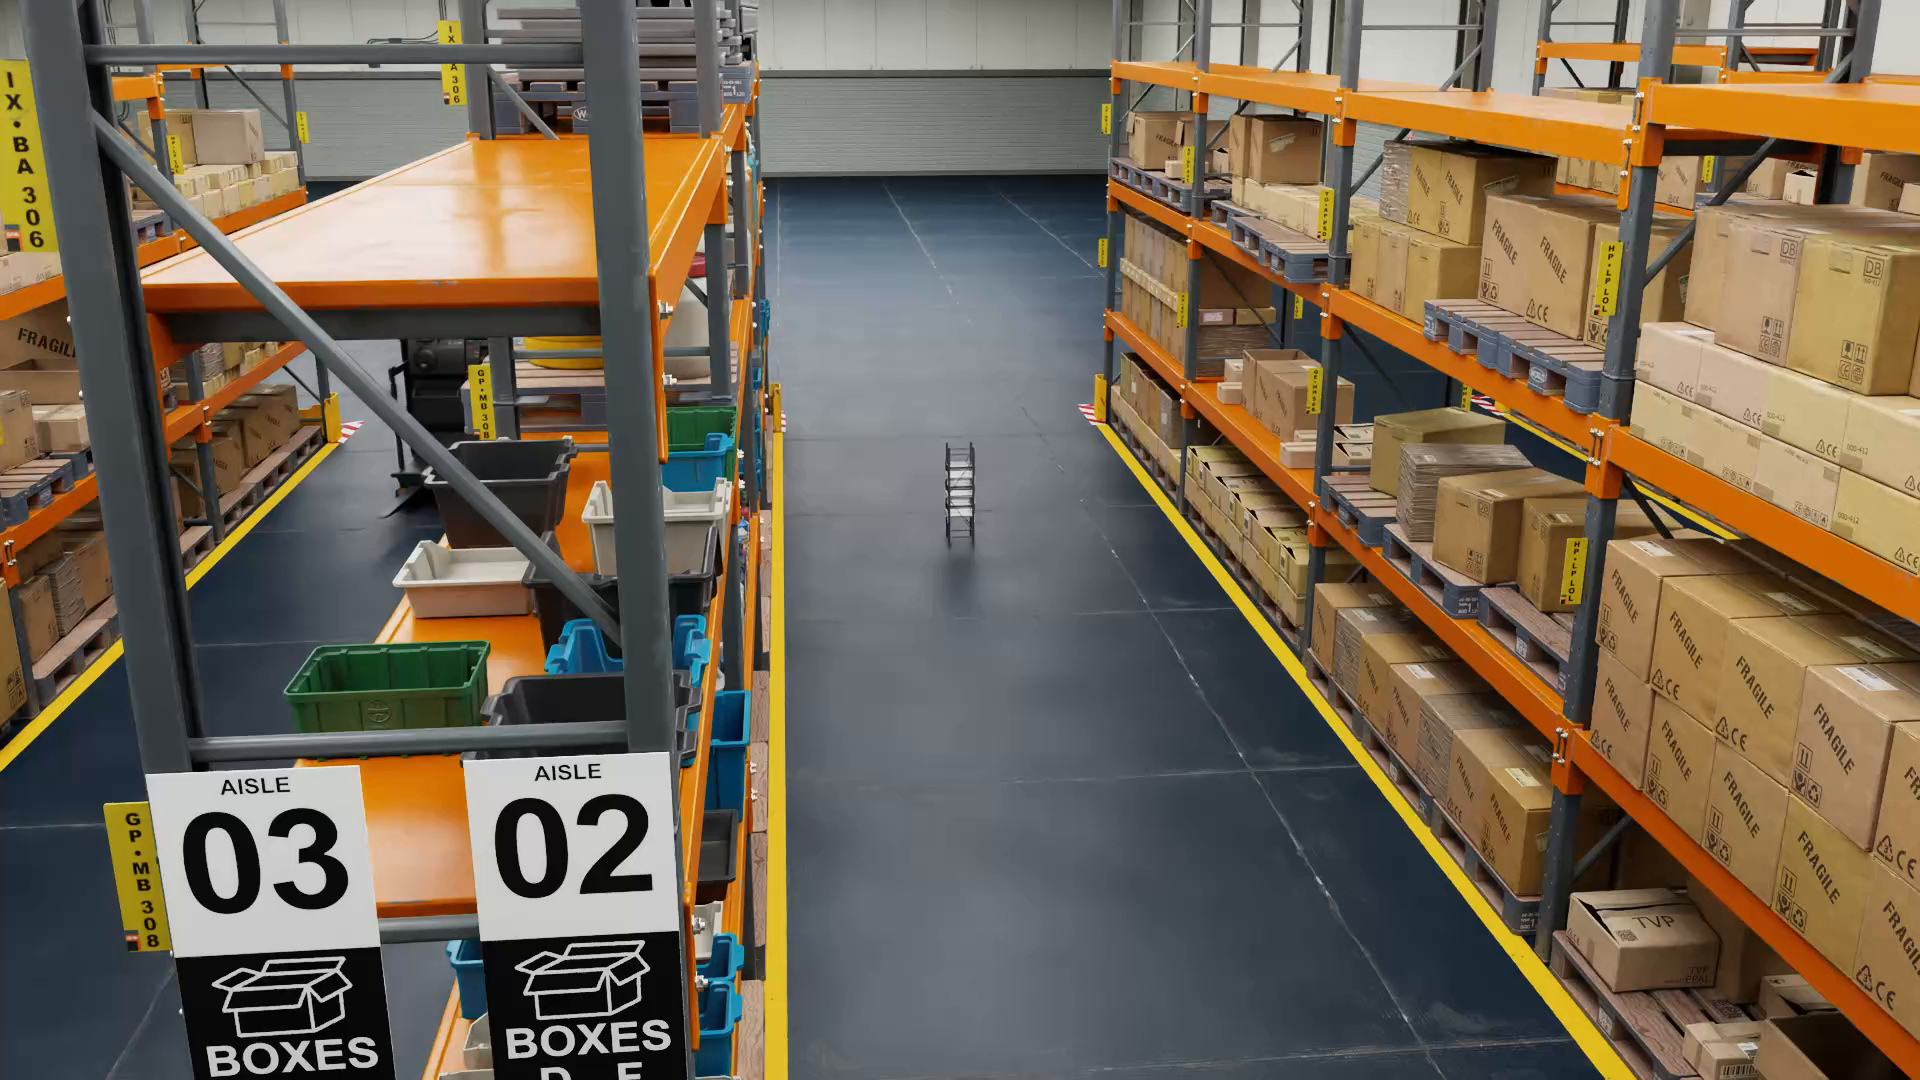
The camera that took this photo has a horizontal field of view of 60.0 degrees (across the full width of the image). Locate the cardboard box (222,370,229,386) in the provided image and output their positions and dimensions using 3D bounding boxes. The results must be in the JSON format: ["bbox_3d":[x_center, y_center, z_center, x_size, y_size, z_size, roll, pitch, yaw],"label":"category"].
[{"bbox_3d":[-7.023,-1.498,15.432,0.380,0.149,0.250,-2,18,-6],"label":"cardboard box"}]

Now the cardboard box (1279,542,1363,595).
[{"bbox_3d":[2.734,0.187,12.601,0.500,0.311,0.500,-1,17,-4],"label":"cardboard box"}]

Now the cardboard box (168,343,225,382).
[{"bbox_3d":[-7.219,-1.721,15.062,0.875,0.500,0.500,-2,18,-6],"label":"cardboard box"}]

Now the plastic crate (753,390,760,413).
[{"bbox_3d":[-1.757,-0.878,12.934,0.402,0.464,0.583,-2,18,-6],"label":"plastic crate"}]

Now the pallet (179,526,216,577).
[{"bbox_3d":[-7.152,0.167,14.367,1.003,0.211,1.213,-2,18,-6],"label":"pallet"}]

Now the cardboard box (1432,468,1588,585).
[{"bbox_3d":[3.202,-0.090,9.660,0.700,0.500,0.500,-6,19,-20],"label":"cardboard box"}]

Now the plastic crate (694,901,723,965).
[{"bbox_3d":[-1.003,1.441,5.991,0.293,0.136,0.466,-2,18,-6],"label":"plastic crate"}]

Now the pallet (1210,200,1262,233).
[{"bbox_3d":[2.724,-2.778,14.403,0.805,0.209,1.217,-2,18,-8],"label":"pallet"}]

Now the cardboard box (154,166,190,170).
[{"bbox_3d":[-7.636,-3.509,15.996,0.380,0.149,0.250,-2,18,-8],"label":"cardboard box"}]

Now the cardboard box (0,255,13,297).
[{"bbox_3d":[-6.616,-1.711,10.936,0.500,0.250,0.500,-1,17,-5],"label":"cardboard box"}]

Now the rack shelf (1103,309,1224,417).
[{"bbox_3d":[2.414,-1.953,17.665,1.077,0.370,4.000,-2,18,-6],"label":"rack shelf"}]

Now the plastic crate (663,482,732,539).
[{"bbox_3d":[-0.972,-0.103,6.004,0.293,0.136,0.466,-2,18,-6],"label":"plastic crate"}]

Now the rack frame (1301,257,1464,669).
[{"bbox_3d":[3.033,-0.509,11.863,1.000,3.000,0.127,-2,18,-6],"label":"rack frame"}]

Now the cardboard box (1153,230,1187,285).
[{"bbox_3d":[2.413,-2.948,17.299,0.700,0.500,0.500,-2,18,-6],"label":"cardboard box"}]

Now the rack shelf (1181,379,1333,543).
[{"bbox_3d":[2.826,-0.762,13.869,1.077,0.370,4.000,-2,18,-6],"label":"rack shelf"}]

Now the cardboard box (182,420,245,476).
[{"bbox_3d":[-7.444,-0.877,16.507,0.500,0.500,0.500,-3,18,-11],"label":"cardboard box"}]

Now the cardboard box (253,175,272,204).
[{"bbox_3d":[-7.245,-3.510,16.664,0.500,0.250,0.500,-1,17,-4],"label":"cardboard box"}]

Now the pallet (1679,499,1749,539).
[{"bbox_3d":[7.629,-0.293,15.829,1.003,0.211,1.213,-2,18,-6],"label":"pallet"}]

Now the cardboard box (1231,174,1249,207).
[{"bbox_3d":[2.674,-3.077,14.584,0.500,0.250,0.500,0,17,0],"label":"cardboard box"}]

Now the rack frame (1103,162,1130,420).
[{"bbox_3d":[2.208,-2.892,19.455,1.000,3.000,0.127,-2,18,-6],"label":"rack frame"}]

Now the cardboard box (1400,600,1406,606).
[{"bbox_3d":[3.271,0.437,12.738,0.500,0.250,0.500,-2,18,-6],"label":"cardboard box"}]

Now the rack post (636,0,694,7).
[{"bbox_3d":[-1.717,-3.236,9.674,0.624,0.289,0.986,-2,18,-6],"label":"rack post"}]

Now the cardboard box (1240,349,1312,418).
[{"bbox_3d":[2.738,-1.362,14.414,0.500,0.500,0.500,-1,17,-2],"label":"cardboard box"}]

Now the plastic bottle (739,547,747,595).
[{"bbox_3d":[-1.336,0.163,9.805,0.144,0.351,0.185,-2,18,-6],"label":"plastic bottle"}]

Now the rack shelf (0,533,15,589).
[{"bbox_3d":[-6.615,0.735,9.102,1.077,0.370,4.000,-2,18,-6],"label":"rack shelf"}]

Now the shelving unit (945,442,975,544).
[{"bbox_3d":[0.001,-0.427,15.108,0.258,0.900,0.210,-2,18,-6],"label":"shelving unit"}]

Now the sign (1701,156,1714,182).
[{"bbox_3d":[7.008,-3.514,15.563,0.100,0.325,0.005,-2,18,-6],"label":"sign"}]

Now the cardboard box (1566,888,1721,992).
[{"bbox_3d":[3.273,1.887,7.985,0.500,0.311,0.500,-2,18,-6],"label":"cardboard box"}]

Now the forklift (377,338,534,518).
[{"bbox_3d":[-4.978,-1.842,16.225,1.130,2.935,3.031,0,17,0],"label":"forklift"}]

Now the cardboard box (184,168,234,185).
[{"bbox_3d":[-7.132,-3.439,15.774,0.380,0.149,0.250,-2,18,-7],"label":"cardboard box"}]

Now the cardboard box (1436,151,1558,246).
[{"bbox_3d":[3.177,-2.031,9.867,0.500,0.500,0.500,-2,18,-6],"label":"cardboard box"}]

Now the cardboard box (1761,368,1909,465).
[{"bbox_3d":[3.342,-0.465,6.130,0.500,0.250,0.500,-2,18,-6],"label":"cardboard box"}]

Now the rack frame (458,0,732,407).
[{"bbox_3d":[-1.482,-2.028,6.685,1.000,3.000,0.127,-2,18,-6],"label":"rack frame"}]

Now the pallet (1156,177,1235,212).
[{"bbox_3d":[2.507,-3.343,16.030,1.003,0.211,1.213,-2,18,-6],"label":"pallet"}]

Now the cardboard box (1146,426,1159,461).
[{"bbox_3d":[2.247,-1.018,17.375,0.500,0.250,0.500,-2,18,-6],"label":"cardboard box"}]

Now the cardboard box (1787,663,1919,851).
[{"bbox_3d":[3.375,0.768,5.960,0.500,0.500,0.500,-1,17,-4],"label":"cardboard box"}]

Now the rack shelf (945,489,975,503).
[{"bbox_3d":[0.001,-0.395,15.117,0.258,0.077,0.200,-2,18,-6],"label":"rack shelf"}]

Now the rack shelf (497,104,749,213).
[{"bbox_3d":[-1.688,-2.089,8.751,1.077,0.370,4.000,-2,18,-6],"label":"rack shelf"}]

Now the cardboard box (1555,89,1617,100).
[{"bbox_3d":[6.934,-4.739,18.459,0.500,0.500,0.500,-2,18,-6],"label":"cardboard box"}]

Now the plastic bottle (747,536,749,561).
[{"bbox_3d":[-1.381,0.036,10.460,0.097,0.201,0.097,0,17,0],"label":"plastic bottle"}]

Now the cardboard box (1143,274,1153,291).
[{"bbox_3d":[2.169,-2.742,17.728,0.380,0.149,0.250,-2,18,-6],"label":"cardboard box"}]

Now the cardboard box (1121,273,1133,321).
[{"bbox_3d":[2.243,-2.801,18.996,0.700,0.500,0.500,-2,18,-6],"label":"cardboard box"}]

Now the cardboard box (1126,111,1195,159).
[{"bbox_3d":[2.263,-4.469,18.361,0.797,0.503,0.637,-1,17,-2],"label":"cardboard box"}]

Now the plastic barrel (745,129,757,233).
[{"bbox_3d":[-1.971,-2.879,13.569,0.600,0.901,0.600,0,17,0],"label":"plastic barrel"}]

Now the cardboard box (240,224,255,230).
[{"bbox_3d":[-7.344,-3.098,17.777,0.500,0.500,0.500,-2,18,-6],"label":"cardboard box"}]

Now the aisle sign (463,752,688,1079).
[{"bbox_3d":[-0.767,0.798,3.359,0.394,0.787,0.004,-2,18,-6],"label":"aisle sign"}]

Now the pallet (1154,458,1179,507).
[{"bbox_3d":[2.580,-0.609,16.836,1.003,0.211,1.213,-2,18,-6],"label":"pallet"}]

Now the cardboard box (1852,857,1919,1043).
[{"bbox_3d":[3.438,1.399,5.621,0.500,0.500,0.500,-2,18,-5],"label":"cardboard box"}]

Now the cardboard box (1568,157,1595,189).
[{"bbox_3d":[6.998,-4.112,18.132,0.500,0.500,0.500,-1,17,-3],"label":"cardboard box"}]

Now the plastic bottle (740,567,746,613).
[{"bbox_3d":[-1.303,0.258,9.503,0.144,0.351,0.185,-2,18,-6],"label":"plastic bottle"}]

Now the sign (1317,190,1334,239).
[{"bbox_3d":[2.480,-2.210,11.278,0.100,0.325,0.005,-2,18,-6],"label":"sign"}]

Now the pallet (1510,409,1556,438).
[{"bbox_3d":[7.191,-1.450,19.517,1.003,0.211,1.213,-2,18,-6],"label":"pallet"}]

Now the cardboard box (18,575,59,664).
[{"bbox_3d":[-6.910,0.580,11.834,0.700,0.500,0.500,-3,18,-9],"label":"cardboard box"}]

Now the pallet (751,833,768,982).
[{"bbox_3d":[-1.520,1.934,8.738,1.003,0.211,1.213,-2,18,-6],"label":"pallet"}]

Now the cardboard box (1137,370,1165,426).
[{"bbox_3d":[2.194,-1.525,17.737,0.500,0.500,0.500,-2,18,-6],"label":"cardboard box"}]
